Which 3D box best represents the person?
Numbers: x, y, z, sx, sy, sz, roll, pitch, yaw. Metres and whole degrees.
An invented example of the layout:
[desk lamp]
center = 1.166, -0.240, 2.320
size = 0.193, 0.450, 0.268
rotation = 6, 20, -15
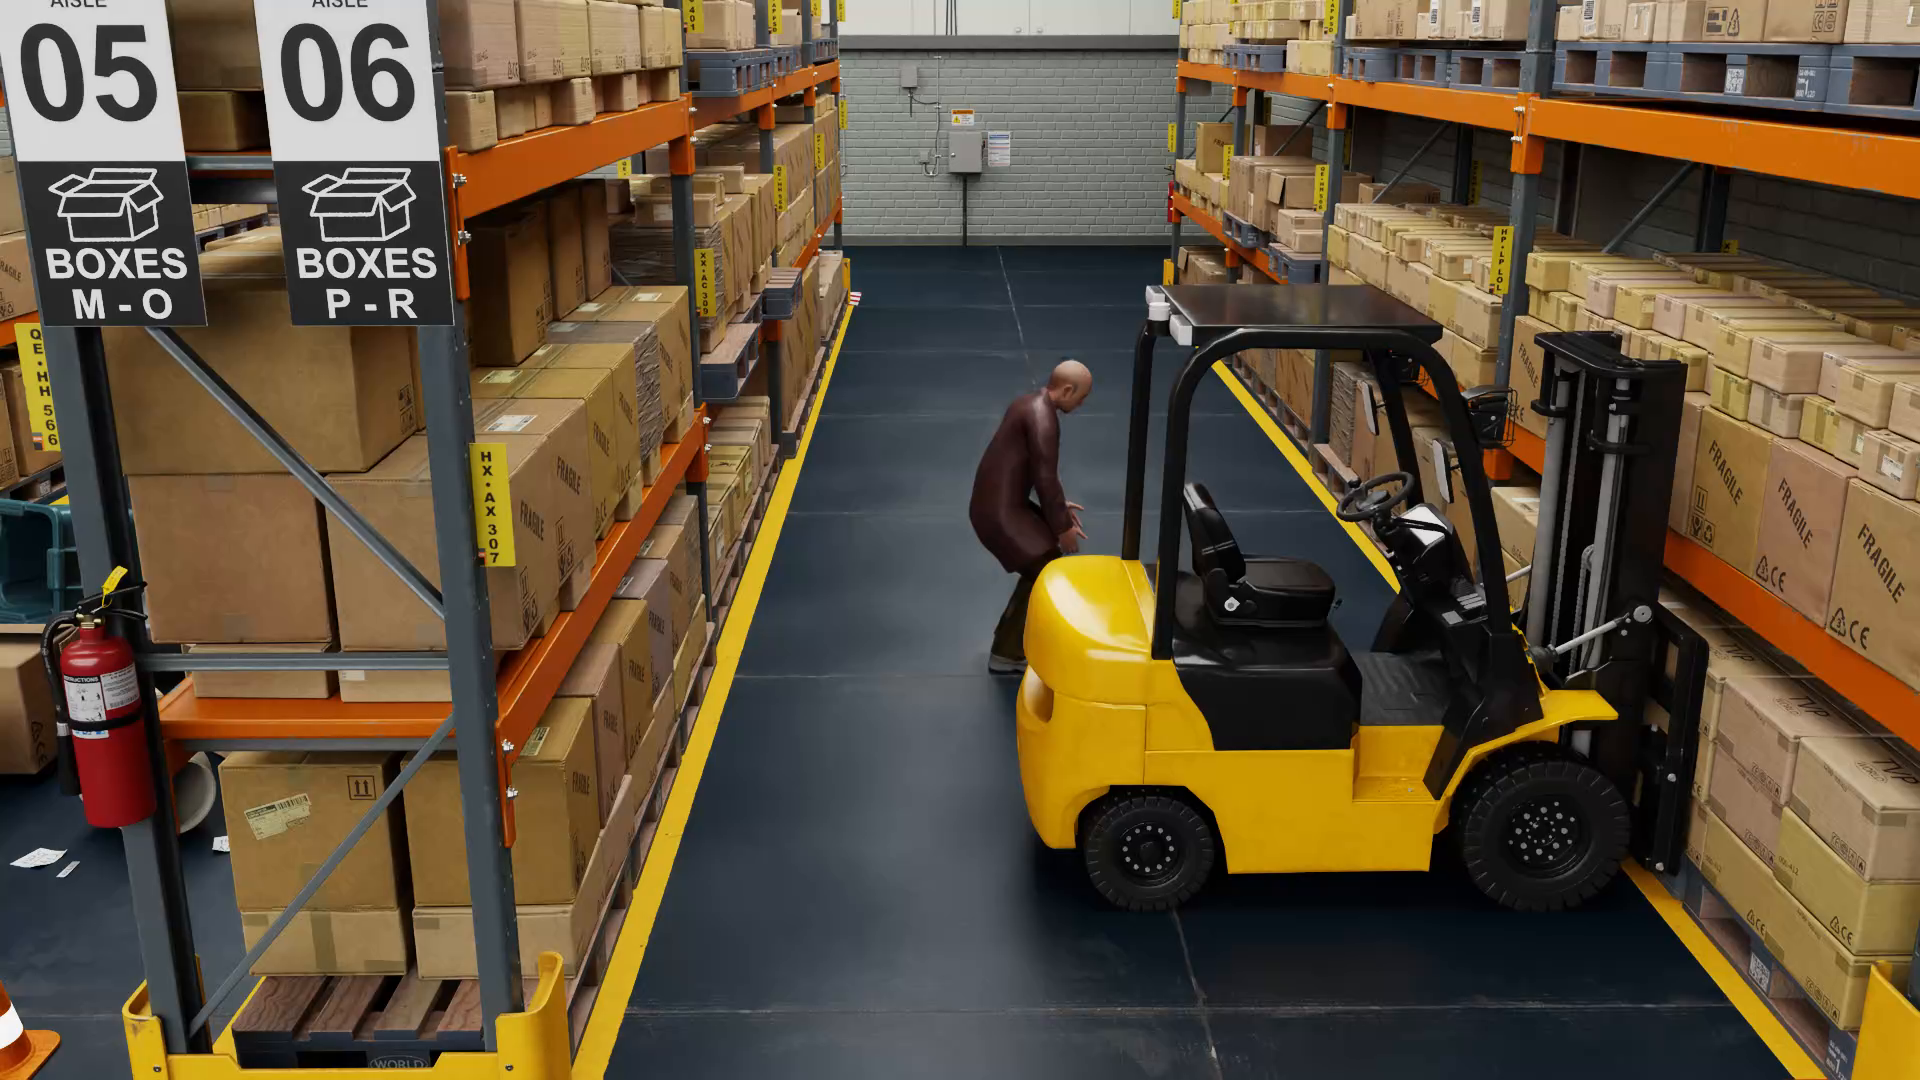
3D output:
[person]
center = 0.348, -0.133, 8.389
size = 0.612, 1.564, 0.626
rotation = 0, 17, 0
